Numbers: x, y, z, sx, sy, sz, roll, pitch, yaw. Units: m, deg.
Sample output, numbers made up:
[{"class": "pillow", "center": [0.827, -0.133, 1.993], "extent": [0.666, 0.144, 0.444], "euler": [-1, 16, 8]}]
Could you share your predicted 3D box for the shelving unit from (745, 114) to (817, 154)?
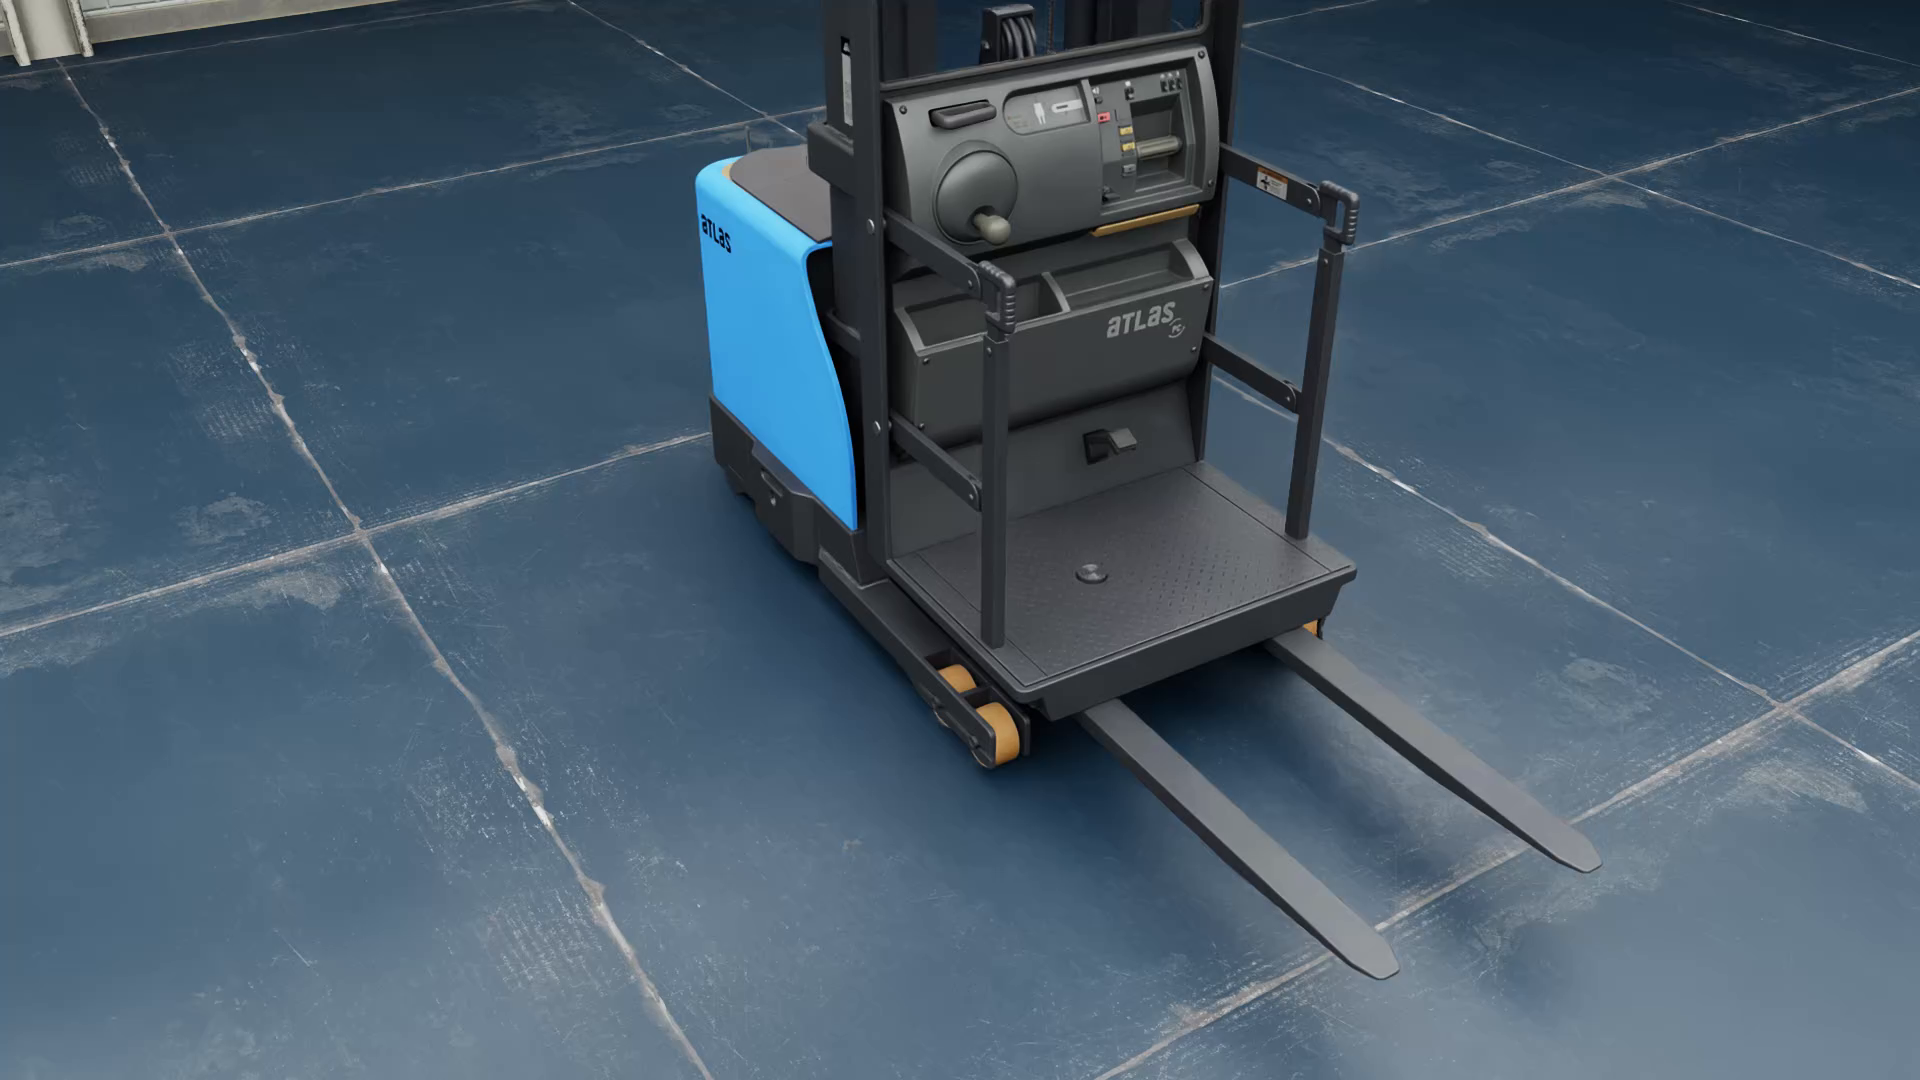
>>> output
[{"class": "shelving unit", "center": [-0.531, -0.885, 5.661], "extent": [0.252, 1.050, 0.215], "euler": [-18, 34, -26]}]

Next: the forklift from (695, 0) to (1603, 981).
[{"class": "forklift", "center": [0.368, -0.934, 3.984], "extent": [1.130, 2.935, 3.031], "euler": [-18, 36, -26]}]

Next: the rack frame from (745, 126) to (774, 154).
[{"class": "rack frame", "center": [-0.636, -0.852, 5.608], "extent": [0.008, 1.050, 0.200], "euler": [-18, 34, -26]}]

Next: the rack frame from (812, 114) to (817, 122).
[{"class": "rack frame", "center": [-0.426, -0.919, 5.714], "extent": [0.008, 1.050, 0.200], "euler": [-18, 34, -26]}]

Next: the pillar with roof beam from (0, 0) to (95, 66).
[{"class": "pillar with roof beam", "center": [-2.996, -4.730, 4.315], "extent": [0.400, 9.000, 9.100], "euler": [-19, 37, -27]}]
